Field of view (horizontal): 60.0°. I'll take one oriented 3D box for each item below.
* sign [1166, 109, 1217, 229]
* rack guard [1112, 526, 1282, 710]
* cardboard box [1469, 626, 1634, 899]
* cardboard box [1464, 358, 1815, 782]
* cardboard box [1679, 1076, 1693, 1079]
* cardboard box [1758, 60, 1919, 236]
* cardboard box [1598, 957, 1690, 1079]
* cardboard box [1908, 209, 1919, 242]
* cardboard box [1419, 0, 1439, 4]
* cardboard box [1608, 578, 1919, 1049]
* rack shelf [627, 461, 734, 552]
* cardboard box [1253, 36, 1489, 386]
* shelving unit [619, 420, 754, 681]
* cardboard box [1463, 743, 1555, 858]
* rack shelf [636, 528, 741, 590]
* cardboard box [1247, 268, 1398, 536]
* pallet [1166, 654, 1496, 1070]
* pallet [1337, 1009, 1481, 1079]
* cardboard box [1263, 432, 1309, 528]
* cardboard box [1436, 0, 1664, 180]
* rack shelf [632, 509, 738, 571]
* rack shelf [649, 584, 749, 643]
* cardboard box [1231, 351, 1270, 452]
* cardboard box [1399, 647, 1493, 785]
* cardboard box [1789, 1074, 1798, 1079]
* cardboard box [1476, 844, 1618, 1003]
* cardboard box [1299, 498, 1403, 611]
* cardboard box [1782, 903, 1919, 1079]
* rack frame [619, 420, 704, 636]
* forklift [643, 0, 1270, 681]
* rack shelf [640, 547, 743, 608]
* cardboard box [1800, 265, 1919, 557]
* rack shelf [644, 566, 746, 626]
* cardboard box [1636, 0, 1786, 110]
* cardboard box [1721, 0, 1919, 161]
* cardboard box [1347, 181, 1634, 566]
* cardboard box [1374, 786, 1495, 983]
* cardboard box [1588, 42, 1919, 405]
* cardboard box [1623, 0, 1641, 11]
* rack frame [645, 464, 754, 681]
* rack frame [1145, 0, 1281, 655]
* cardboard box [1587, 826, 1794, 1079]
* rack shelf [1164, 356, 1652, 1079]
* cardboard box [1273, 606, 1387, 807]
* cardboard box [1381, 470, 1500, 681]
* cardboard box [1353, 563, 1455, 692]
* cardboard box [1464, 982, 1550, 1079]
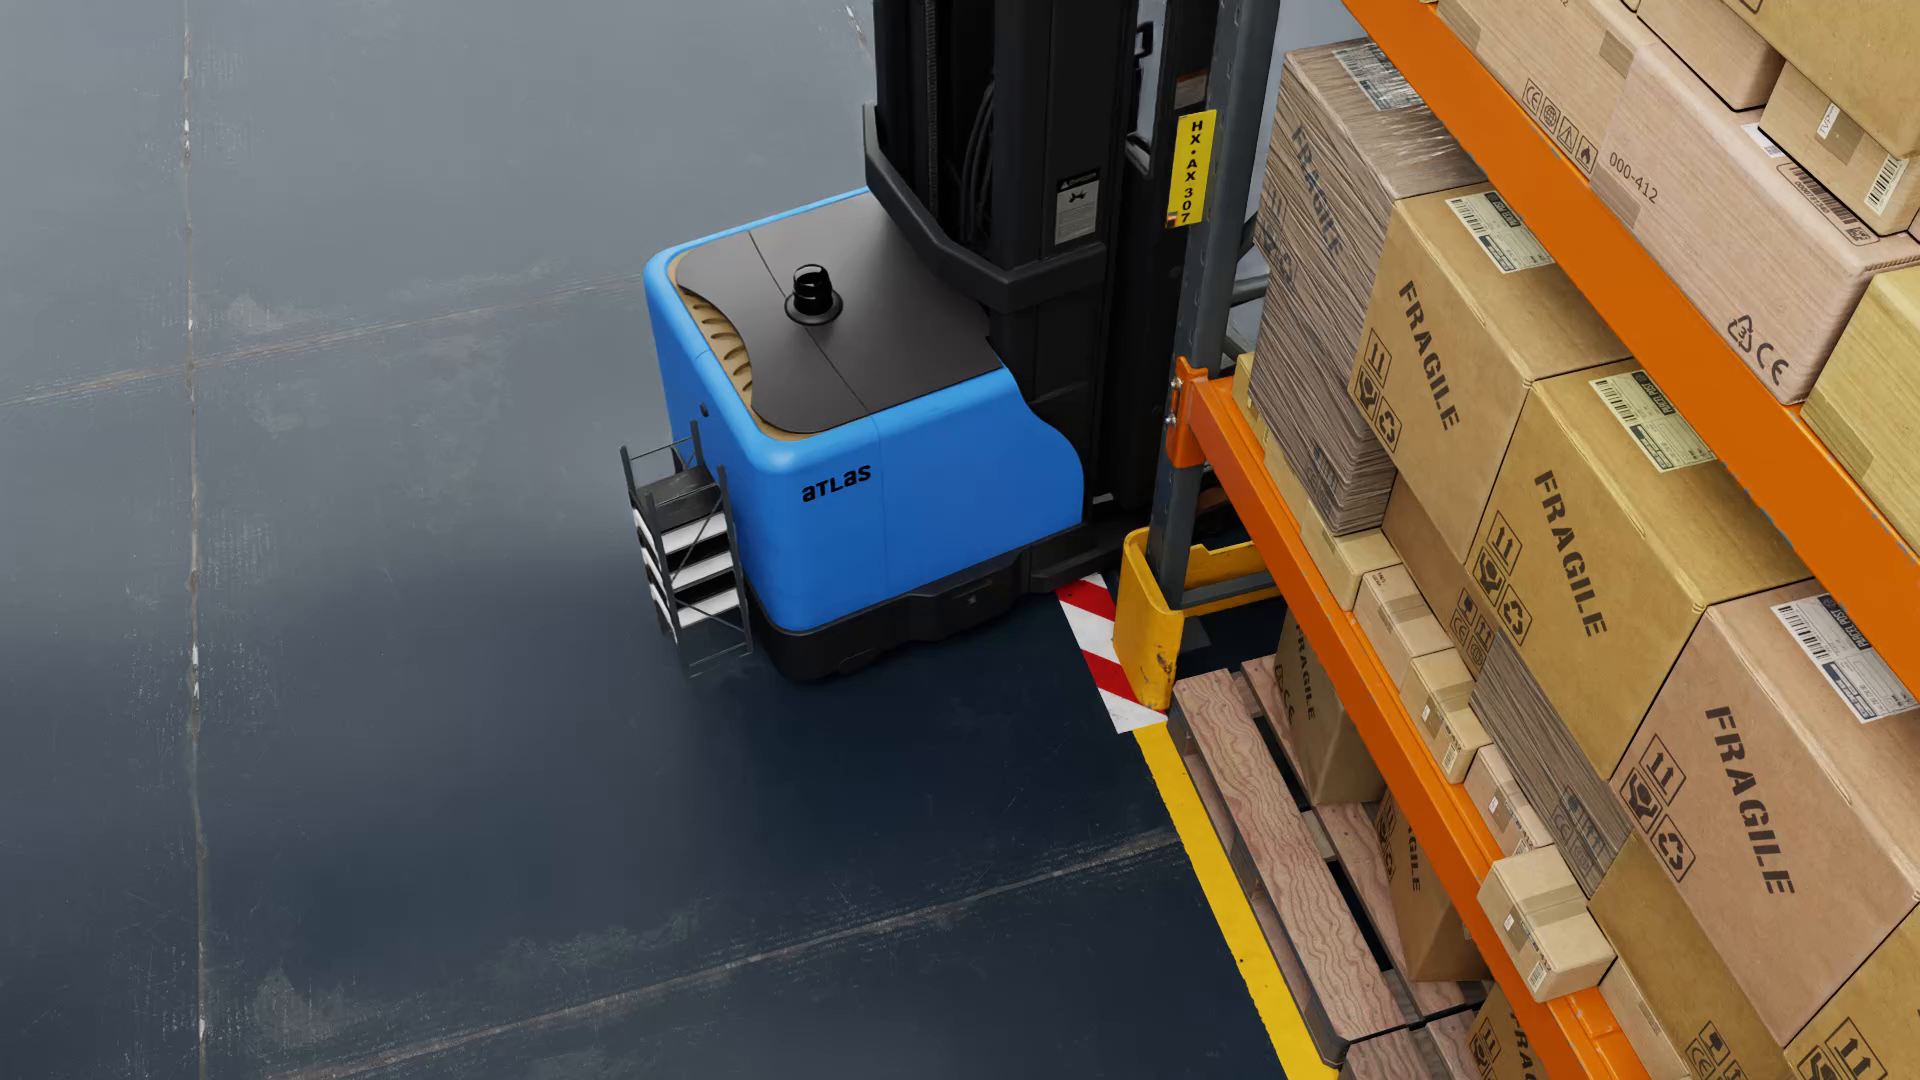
[{"bbox_3d":[0.553,-0.881,3.965,0.100,0.325,0.005,-13,51,-11],"label":"sign"},{"bbox_3d":[1.093,0.136,5.308,1.175,0.500,0.348,-13,51,-11],"label":"rack guard"},{"bbox_3d":[1.576,0.268,3.302,0.875,0.500,0.500,-13,51,-11],"label":"cardboard box"},{"bbox_3d":[1.264,0.020,2.858,0.500,0.500,0.500,-13,51,-11],"label":"cardboard box"},{"bbox_3d":[1.480,1.088,3.035,0.380,0.149,0.250,-13,51,-11],"label":"cardboard box"},{"bbox_3d":[1.284,-0.561,2.136,0.380,0.149,0.250,-15,52,-13],"label":"cardboard box"},{"bbox_3d":[1.479,0.888,3.204,0.380,0.149,0.250,-13,51,-11],"label":"cardboard box"},{"bbox_3d":[1.402,-0.389,1.992,0.380,0.149,0.250,-14,51,-11],"label":"cardboard box"},{"bbox_3d":[0.967,-1.233,2.964,0.500,0.250,0.500,-12,51,-10],"label":"cardboard box"},{"bbox_3d":[1.417,0.384,2.551,0.500,0.500,0.500,-13,51,-11],"label":"cardboard box"},{"bbox_3d":[-0.829,-0.102,4.938,0.258,0.077,0.200,-22,53,-18],"label":"rack shelf"},{"bbox_3d":[0.973,-0.712,3.474,0.500,0.500,0.500,-13,51,-11],"label":"cardboard box"},{"bbox_3d":[-0.829,0.050,5.119,0.258,0.900,0.210,-22,53,-18],"label":"shelving unit"},{"bbox_3d":[1.304,0.530,3.506,0.380,0.149,0.250,-13,51,-11],"label":"cardboard box"},{"bbox_3d":[-0.829,0.014,5.076,0.258,0.077,0.200,-22,53,-18],"label":"rack shelf"},{"bbox_3d":[1.207,-0.445,3.903,0.875,0.500,0.500,-13,51,-11],"label":"cardboard box"},{"bbox_3d":[1.300,0.831,4.912,1.003,0.211,1.213,-13,51,-11],"label":"pallet"},{"bbox_3d":[1.657,1.720,4.162,1.003,0.211,1.213,-13,51,-11],"label":"pallet"},{"bbox_3d":[0.983,-0.195,4.117,0.380,0.149,0.250,-13,51,-11],"label":"cardboard box"},{"bbox_3d":[1.125,-0.858,2.647,0.500,0.250,0.500,-14,51,-12],"label":"cardboard box"},{"bbox_3d":[-0.829,-0.044,5.007,0.258,0.077,0.200,-22,53,-18],"label":"rack shelf"},{"bbox_3d":[-0.829,0.188,5.282,0.258,0.077,0.200,-22,53,-18],"label":"rack shelf"},{"bbox_3d":[0.928,-0.382,4.274,0.380,0.149,0.250,-13,51,-11],"label":"cardboard box"},{"bbox_3d":[1.204,0.353,3.655,0.380,0.149,0.250,-13,51,-11],"label":"cardboard box"},{"bbox_3d":[1.822,1.010,2.676,0.875,0.500,0.500,-13,51,-11],"label":"cardboard box"},{"bbox_3d":[1.278,0.736,3.332,0.380,0.149,0.250,-13,51,-11],"label":"cardboard box"},{"bbox_3d":[1.043,-0.009,3.960,0.380,0.149,0.250,-13,51,-11],"label":"cardboard box"},{"bbox_3d":[1.562,0.749,2.242,0.500,0.500,0.500,-13,51,-11],"label":"cardboard box"},{"bbox_3d":[-0.877,-0.018,5.177,0.240,0.900,0.006,-22,53,-18],"label":"rack frame"},{"bbox_3d":[0.565,-1.306,4.934,3.031,2.935,1.130,-21,53,-17],"label":"forklift"},{"bbox_3d":[-0.829,0.072,5.144,0.258,0.077,0.200,-22,53,-18],"label":"rack shelf"},{"bbox_3d":[1.426,-0.116,2.022,0.500,0.250,0.500,-12,51,-10],"label":"cardboard box"},{"bbox_3d":[-0.829,0.130,5.213,0.258,0.077,0.200,-22,53,-18],"label":"rack shelf"},{"bbox_3d":[1.189,-0.757,2.302,0.380,0.149,0.250,-13,51,-11],"label":"cardboard box"},{"bbox_3d":[1.252,-0.836,1.944,0.500,0.500,0.500,-14,51,-11],"label":"cardboard box"},{"bbox_3d":[1.114,-0.345,3.165,0.500,0.500,0.500,-13,51,-11],"label":"cardboard box"},{"bbox_3d":[1.449,0.834,4.445,0.500,0.500,0.500,-2,50,-1],"label":"cardboard box"},{"bbox_3d":[1.268,-0.495,2.342,0.500,0.250,0.500,-13,51,-11],"label":"cardboard box"},{"bbox_3d":[1.121,-0.936,2.452,0.380,0.149,0.250,-11,51,-10],"label":"cardboard box"},{"bbox_3d":[-0.781,0.119,5.061,0.240,0.900,0.006,-22,53,-18],"label":"rack frame"},{"bbox_3d":[1.071,-0.725,4.399,1.000,3.000,0.127,-13,51,-11],"label":"rack frame"},{"bbox_3d":[1.713,0.636,2.992,0.875,0.500,0.500,-13,51,-11],"label":"cardboard box"},{"bbox_3d":[1.662,0.968,3.443,1.077,0.370,4.000,-13,51,-11],"label":"rack shelf"},{"bbox_3d":[1.240,0.405,4.807,0.500,0.500,0.500,-5,50,-4],"label":"cardboard box"},{"bbox_3d":[1.470,-0.107,3.618,0.875,0.500,0.500,-13,51,-11],"label":"cardboard box"},{"bbox_3d":[1.136,0.169,3.810,0.380,0.149,0.250,-13,51,-11],"label":"cardboard box"},{"bbox_3d":[1.616,1.296,4.056,0.500,0.500,0.500,-9,50,-8],"label":"cardboard box"}]
